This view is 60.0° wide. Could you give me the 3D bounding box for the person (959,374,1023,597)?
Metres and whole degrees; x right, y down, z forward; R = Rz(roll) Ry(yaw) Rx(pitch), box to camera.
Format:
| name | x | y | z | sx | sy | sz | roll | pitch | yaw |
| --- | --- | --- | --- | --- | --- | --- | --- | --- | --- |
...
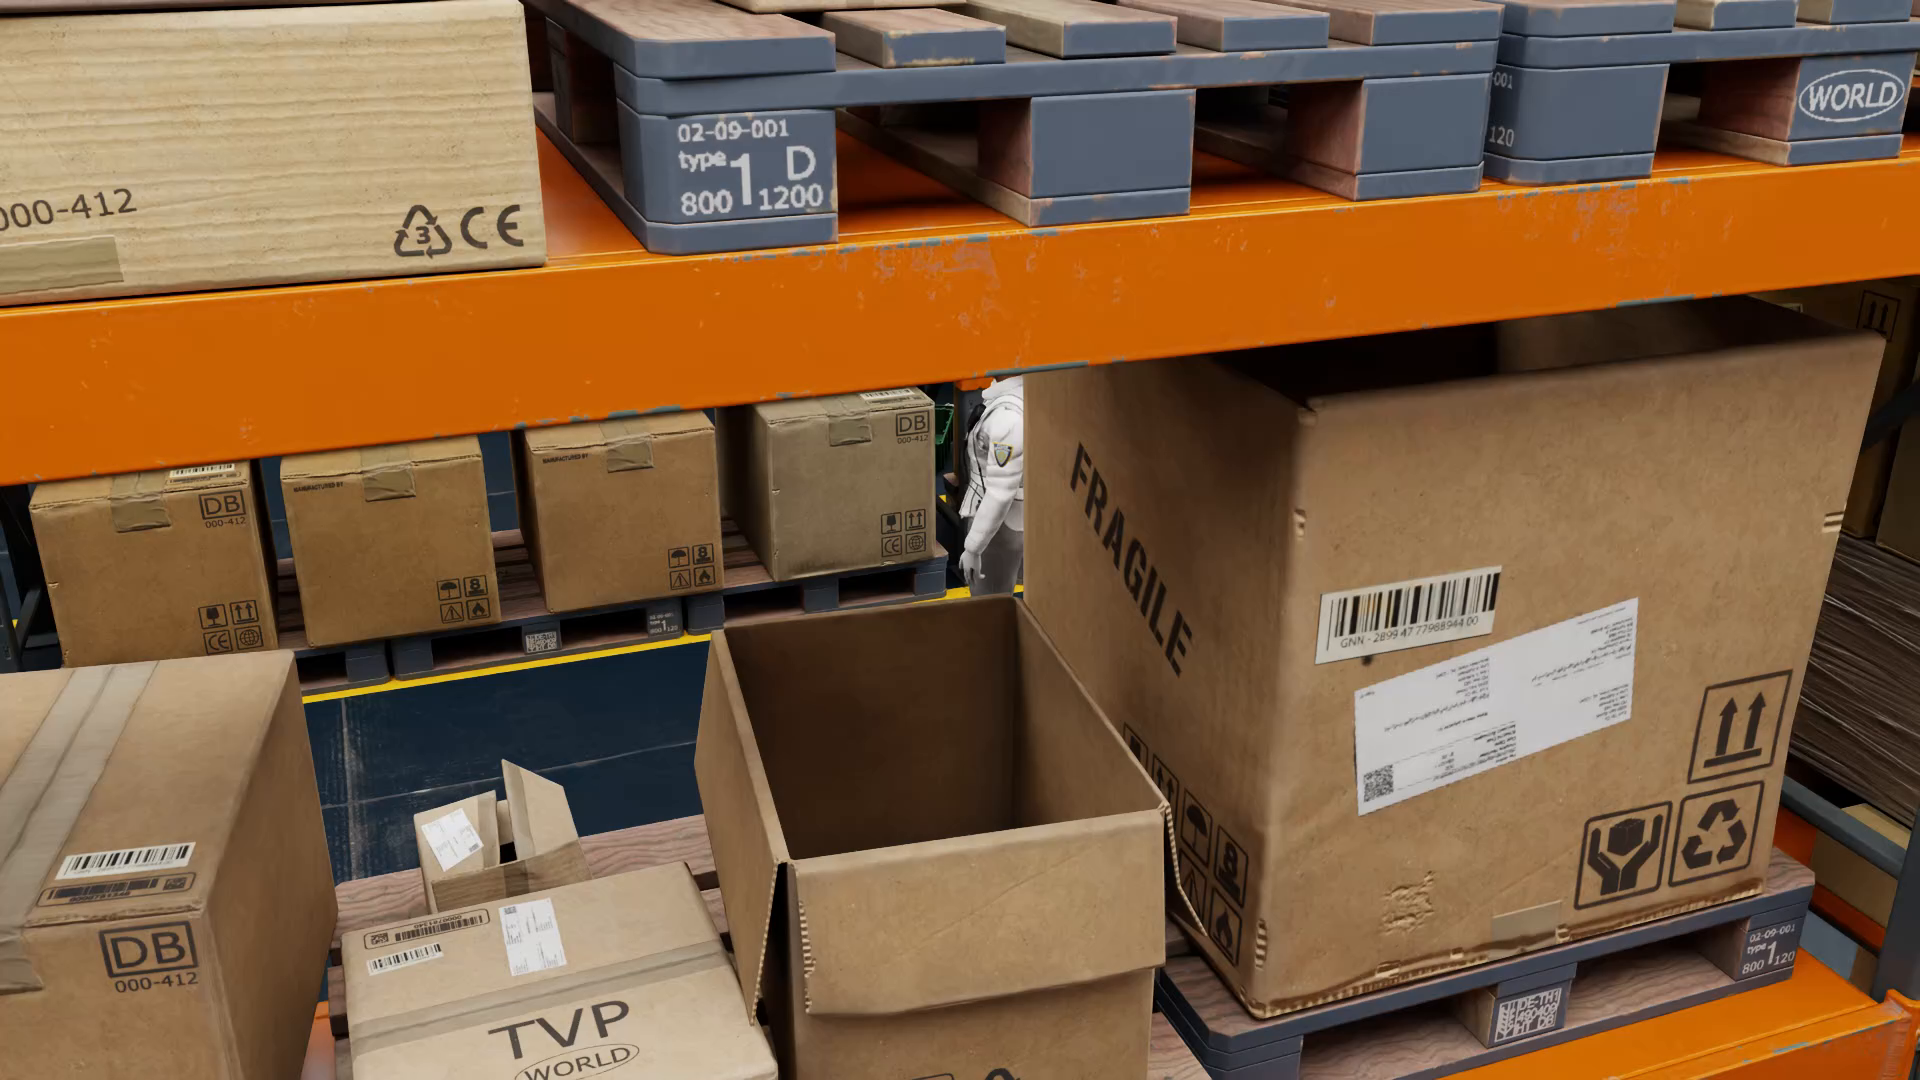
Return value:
| name | x | y | z | sx | sy | sz | roll | pitch | yaw |
| --- | --- | --- | --- | --- | --- | --- | --- | --- | --- |
| person | 0.079 | -0.065 | 6.183 | 0.530 | 1.694 | 0.587 | 5 | 23 | 11 |
